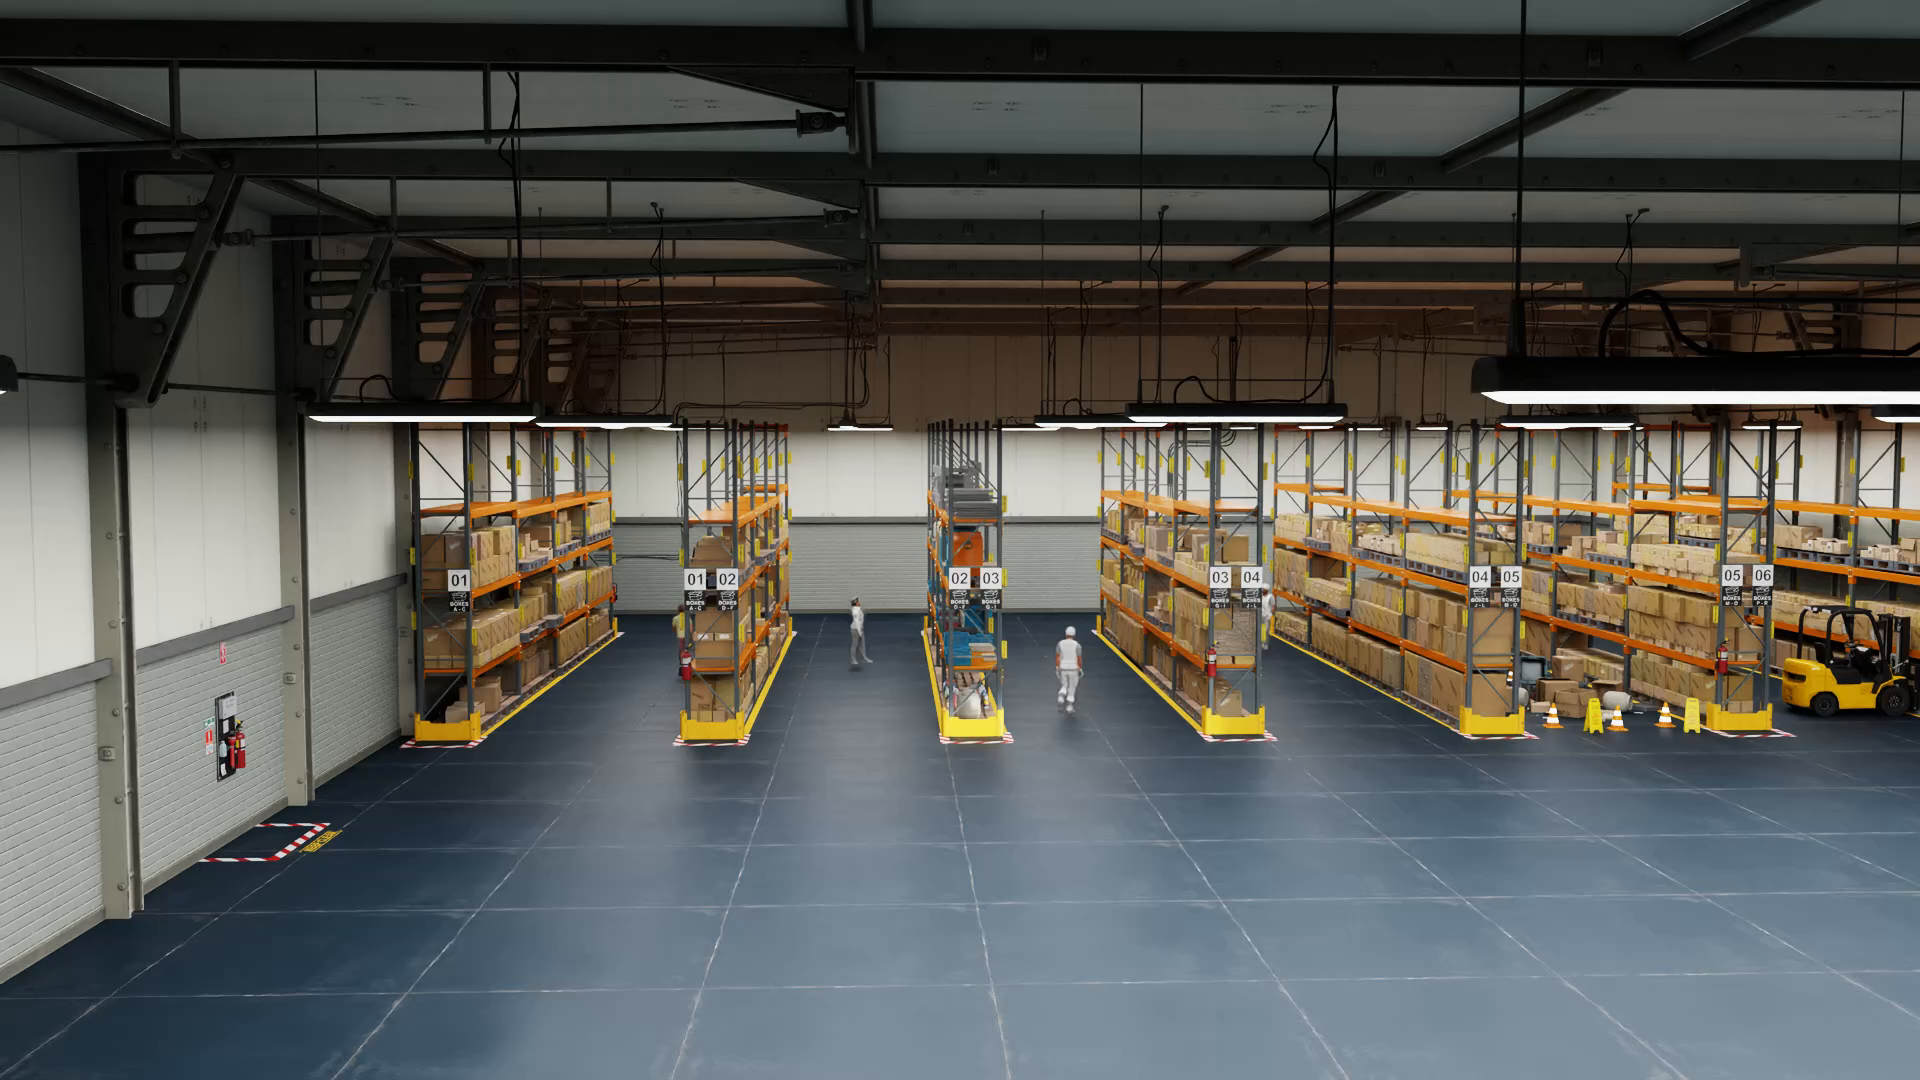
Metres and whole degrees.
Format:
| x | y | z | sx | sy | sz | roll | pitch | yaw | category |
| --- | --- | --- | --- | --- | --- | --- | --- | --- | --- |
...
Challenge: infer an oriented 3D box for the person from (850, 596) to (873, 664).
| x | y | z | sx | sy | sz | roll | pitch | yaw | category |
| --- | --- | --- | --- | --- | --- | --- | --- | --- | --- |
| -2.456 | 2.214 | 41.032 | 0.532 | 1.687 | 0.536 | 1 | 4 | 15 | person |

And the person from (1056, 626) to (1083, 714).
| x | y | z | sx | sy | sz | roll | pitch | yaw | category |
| --- | --- | --- | --- | --- | --- | --- | --- | --- | --- |
| 2.220 | 2.645 | 33.845 | 0.540 | 1.784 | 0.497 | 2 | 4 | 33 | person |

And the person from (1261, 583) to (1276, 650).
| x | y | z | sx | sy | sz | roll | pitch | yaw | category |
| --- | --- | --- | --- | --- | --- | --- | --- | --- | --- |
| 8.007 | 2.042 | 43.823 | 0.613 | 1.778 | 0.707 | 1 | 4 | 14 | person |

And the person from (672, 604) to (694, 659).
| x | y | z | sx | sy | sz | roll | pitch | yaw | category |
| --- | --- | --- | --- | --- | --- | --- | --- | --- | --- |
| -6.658 | 2.390 | 39.797 | 0.428 | 1.717 | 0.624 | -3 | 5 | -37 | person |
